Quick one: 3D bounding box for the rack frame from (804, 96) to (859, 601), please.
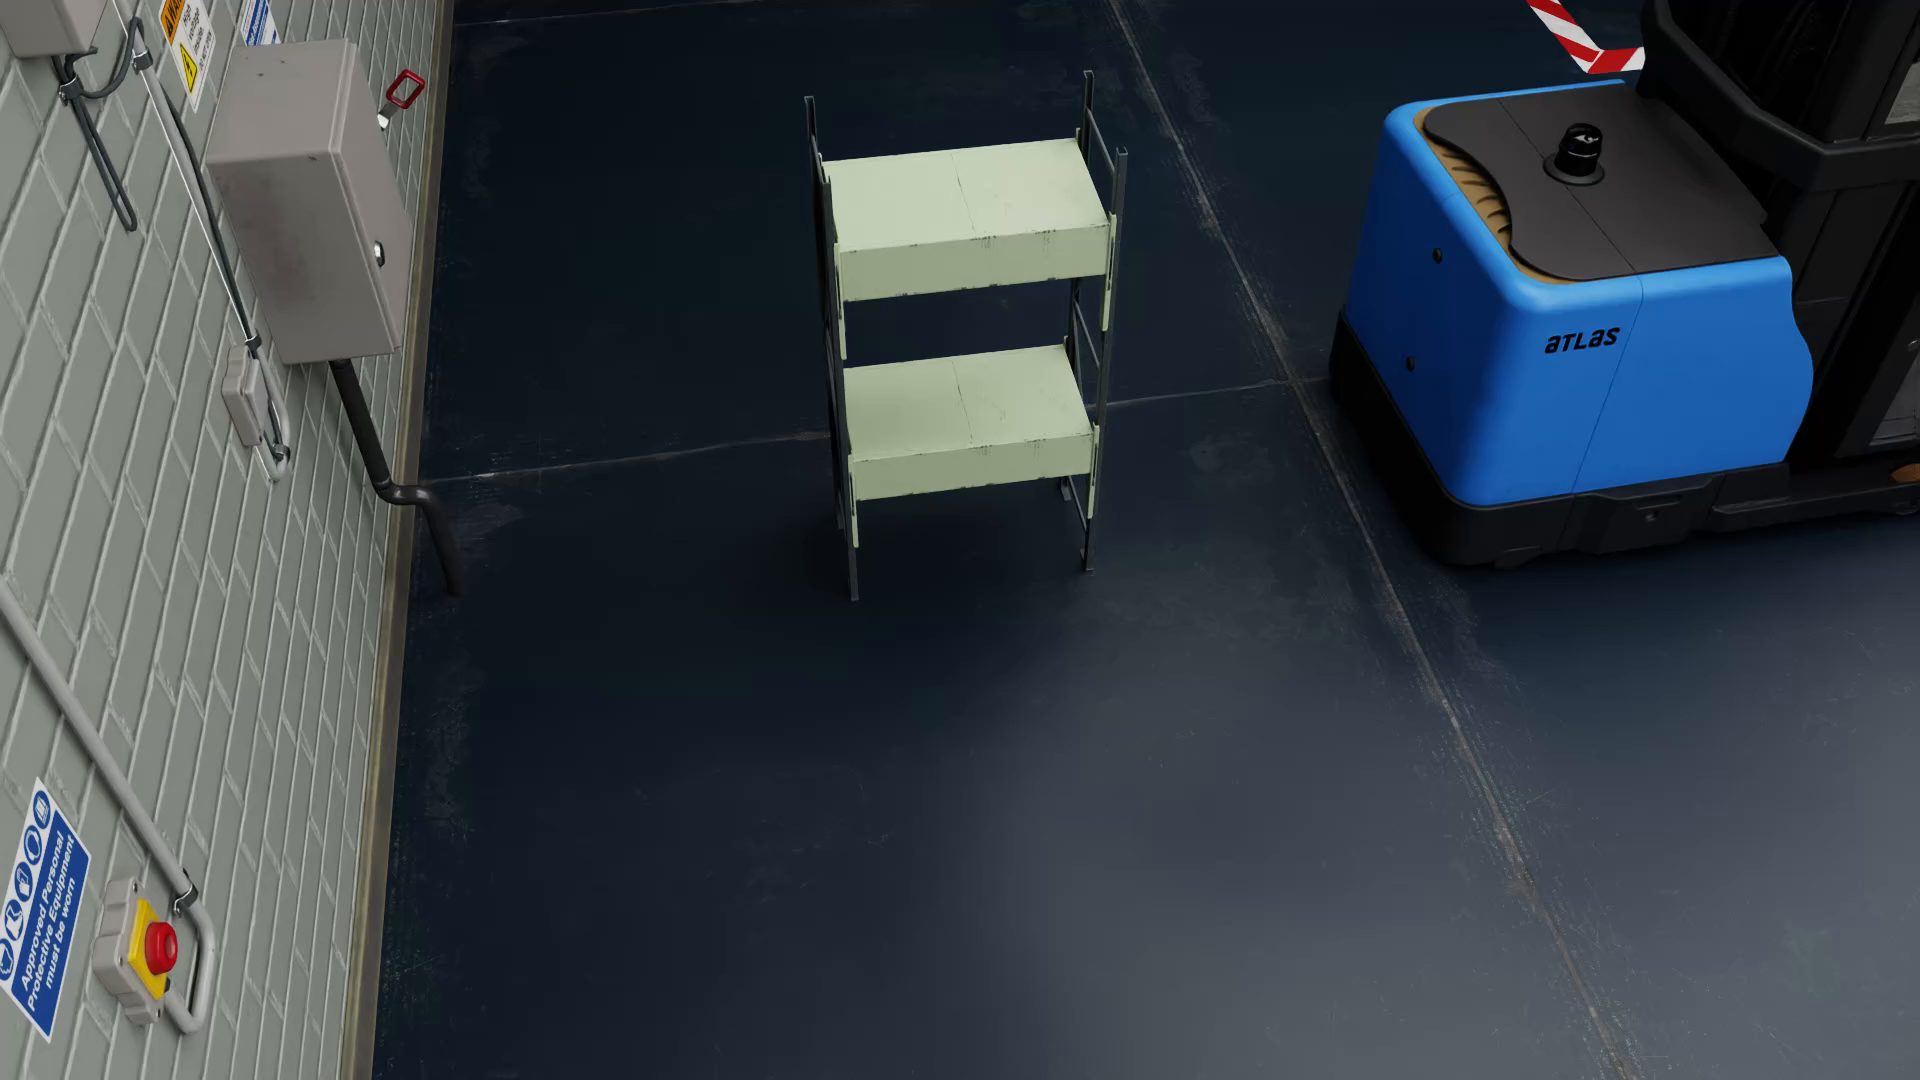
[{"bbox_3d":[-0.354,-0.476,4.667,0.023,1.500,0.400,-7,46,-7],"label":"rack frame"}]

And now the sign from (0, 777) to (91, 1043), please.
[{"bbox_3d":[-1.354,0.544,2.455,0.001,0.218,0.327,-7,46,-7],"label":"sign"}]

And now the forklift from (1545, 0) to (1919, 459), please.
[{"bbox_3d":[2.886,-1.435,4.659,2.937,2.843,1.107,-8,47,-8],"label":"forklift"}]

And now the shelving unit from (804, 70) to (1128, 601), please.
[{"bbox_3d":[0.007,-0.521,4.711,0.755,1.500,0.400,-7,46,-7],"label":"shelving unit"}]

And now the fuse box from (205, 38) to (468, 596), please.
[{"bbox_3d":[-1.516,-0.466,4.510,0.414,1.711,0.539,-7,46,-7],"label":"fuse box"}]

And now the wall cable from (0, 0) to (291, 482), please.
[{"bbox_3d":[-1.555,-0.762,3.195,0.122,1.984,0.588,-7,46,-7],"label":"wall cable"}]

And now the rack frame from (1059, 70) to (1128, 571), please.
[{"bbox_3d":[0.367,-0.566,4.754,0.023,1.500,0.400,-7,46,-7],"label":"rack frame"}]

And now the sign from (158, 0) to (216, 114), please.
[{"bbox_3d":[-1.711,-1.135,3.687,0.001,0.242,0.339,-7,46,-7],"label":"sign"}]

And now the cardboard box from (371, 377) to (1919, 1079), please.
[{"bbox_3d":[5.311,0.540,3.654,13.522,1.550,6.103,-8,47,-7],"label":"cardboard box"}]
